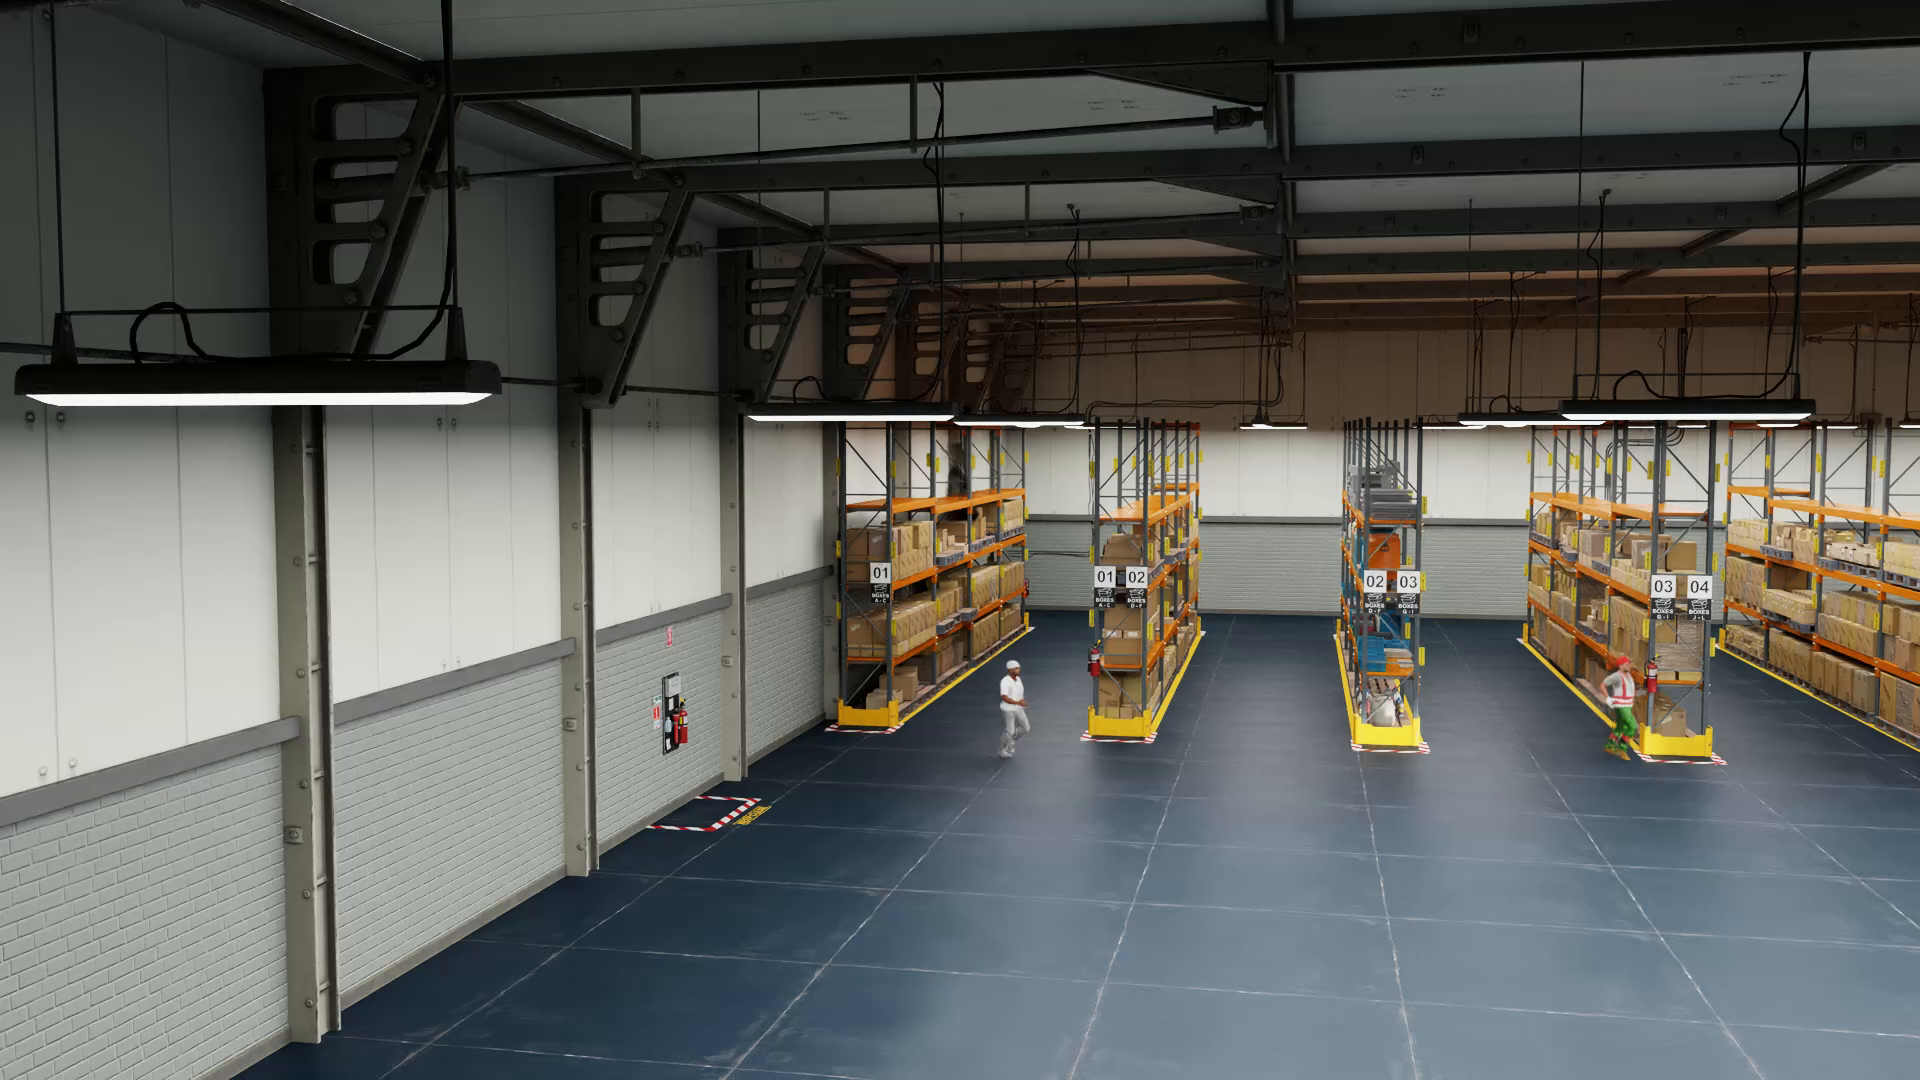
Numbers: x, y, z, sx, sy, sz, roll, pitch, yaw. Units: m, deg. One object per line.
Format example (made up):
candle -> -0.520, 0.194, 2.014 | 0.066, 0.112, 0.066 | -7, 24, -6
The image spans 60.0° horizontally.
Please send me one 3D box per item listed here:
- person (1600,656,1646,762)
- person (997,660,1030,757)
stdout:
person -> 11.600, 2.945, 29.061 | 0.653, 1.817, 0.746 | -3, 5, -42
person -> 0.956, 2.958, 29.137 | 0.700, 1.716, 0.682 | 3, 5, 35
